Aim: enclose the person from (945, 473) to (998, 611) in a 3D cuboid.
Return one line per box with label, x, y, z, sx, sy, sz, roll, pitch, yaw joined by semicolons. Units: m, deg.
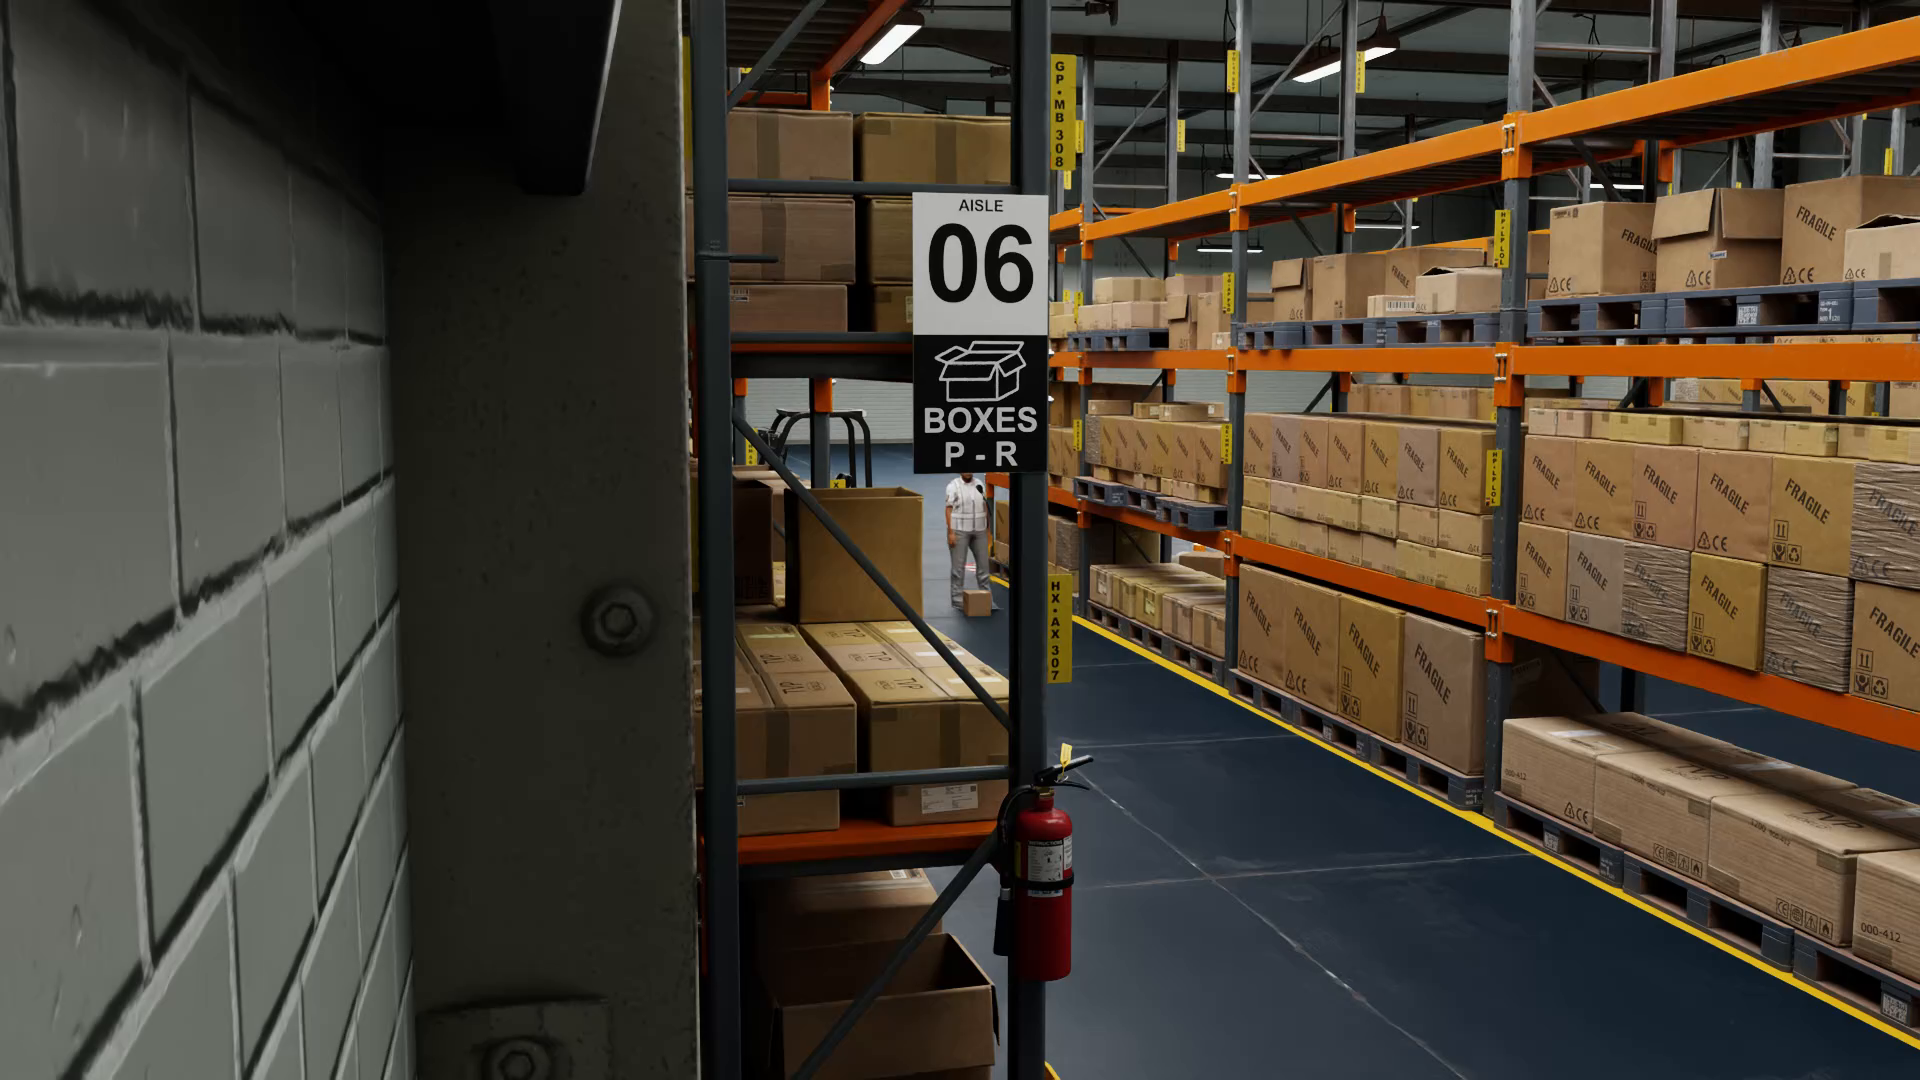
person;0.117;-0.077;18.126;0.550;1.674;0.392;-3;7;-22
